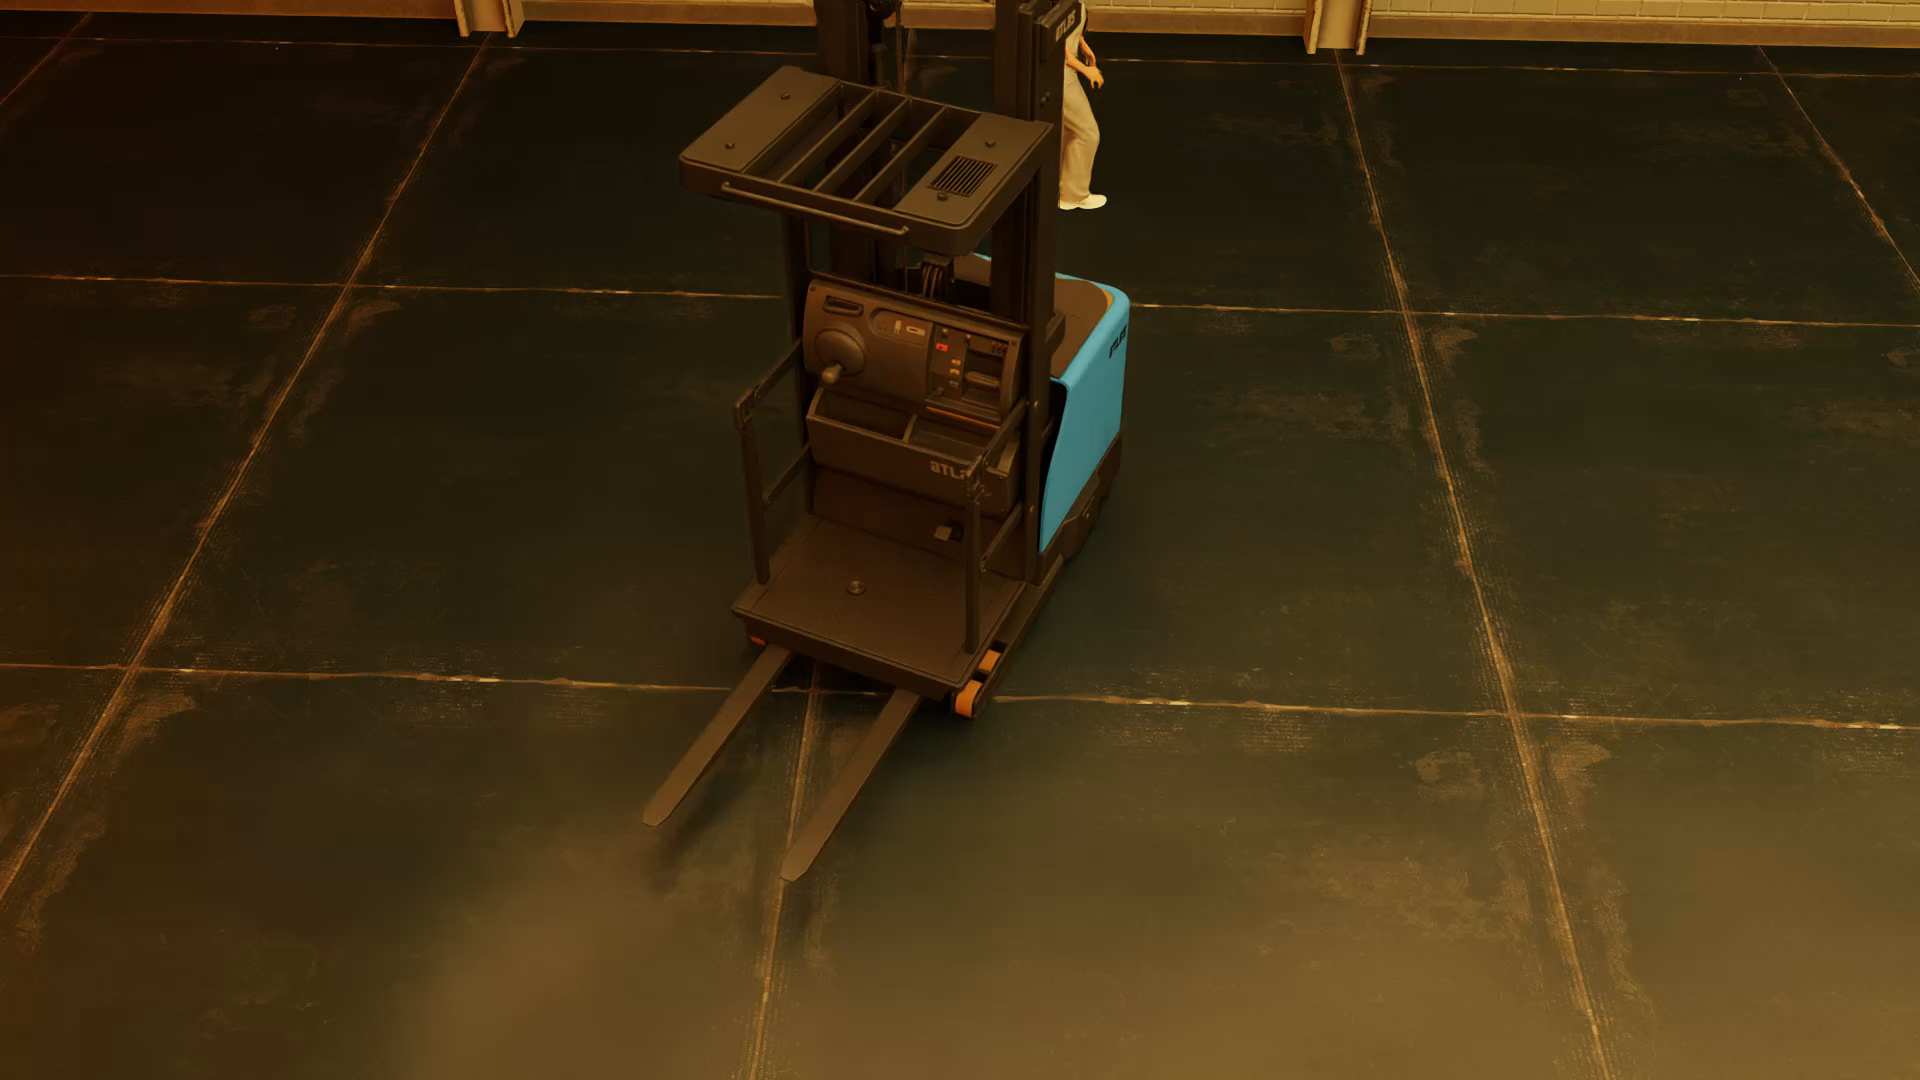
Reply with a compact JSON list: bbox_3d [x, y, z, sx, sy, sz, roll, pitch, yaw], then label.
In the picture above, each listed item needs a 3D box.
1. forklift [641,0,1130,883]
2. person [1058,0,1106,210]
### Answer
[{"bbox_3d":[-0.288,-0.663,6.469,1.130,2.935,3.031,17,45,18],"label":"forklift"},{"bbox_3d":[0.655,-2.717,9.698,0.472,1.628,0.644,-1,42,-1],"label":"person"}]
